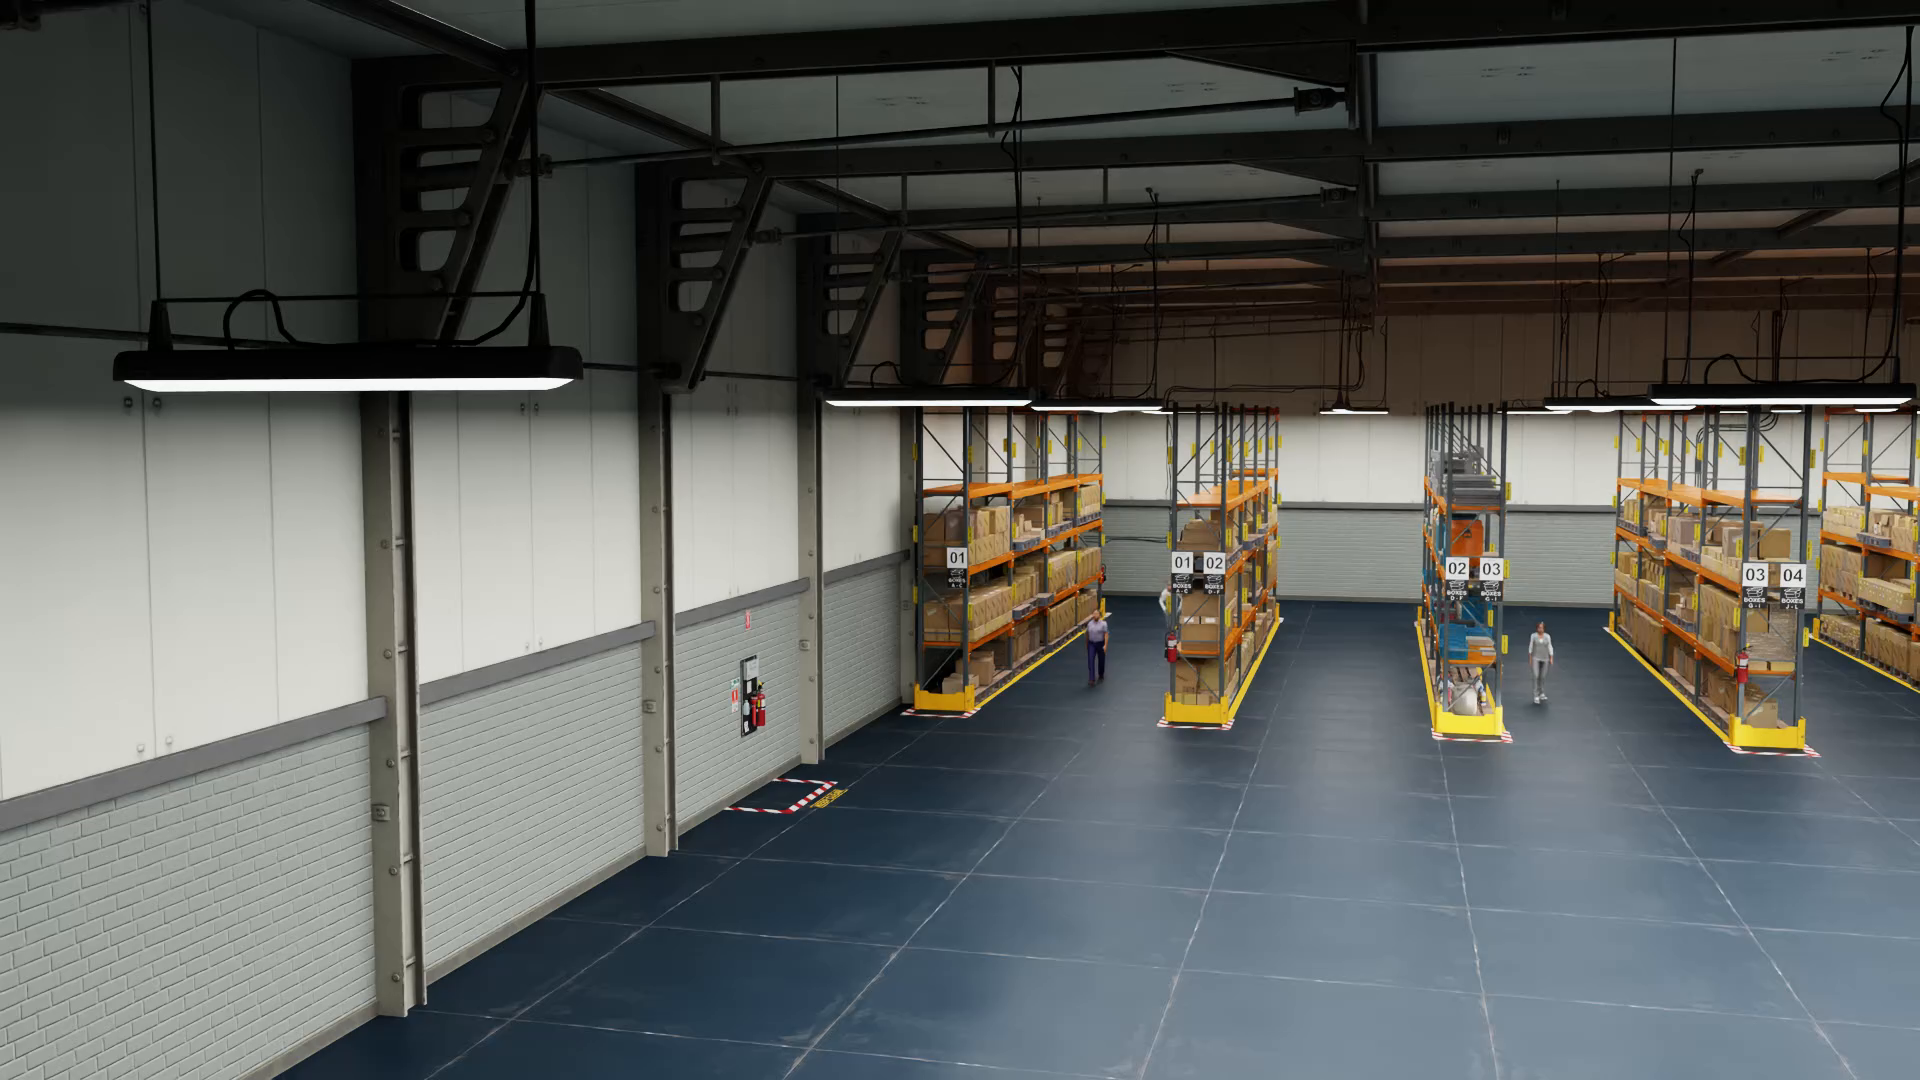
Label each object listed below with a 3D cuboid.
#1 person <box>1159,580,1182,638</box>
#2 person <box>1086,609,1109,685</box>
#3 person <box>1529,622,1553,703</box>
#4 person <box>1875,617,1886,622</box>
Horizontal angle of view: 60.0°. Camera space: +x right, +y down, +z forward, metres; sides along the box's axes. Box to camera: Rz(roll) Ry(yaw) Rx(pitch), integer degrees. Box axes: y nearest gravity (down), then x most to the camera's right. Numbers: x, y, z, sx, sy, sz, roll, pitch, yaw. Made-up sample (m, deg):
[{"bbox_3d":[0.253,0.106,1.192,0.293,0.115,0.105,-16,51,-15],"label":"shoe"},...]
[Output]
[{"bbox_3d":[5.422,1.793,42.442,0.644,1.602,0.697,2,5,26],"label":"person"},{"bbox_3d":[2.951,2.277,35.687,0.476,1.579,1.064,0,4,5],"label":"person"},{"bbox_3d":[11.717,2.459,33.539,0.453,1.629,0.539,1,4,10],"label":"person"},{"bbox_3d":[25.327,1.459,45.687,0.876,1.767,0.558,-2,5,-24],"label":"person"}]
